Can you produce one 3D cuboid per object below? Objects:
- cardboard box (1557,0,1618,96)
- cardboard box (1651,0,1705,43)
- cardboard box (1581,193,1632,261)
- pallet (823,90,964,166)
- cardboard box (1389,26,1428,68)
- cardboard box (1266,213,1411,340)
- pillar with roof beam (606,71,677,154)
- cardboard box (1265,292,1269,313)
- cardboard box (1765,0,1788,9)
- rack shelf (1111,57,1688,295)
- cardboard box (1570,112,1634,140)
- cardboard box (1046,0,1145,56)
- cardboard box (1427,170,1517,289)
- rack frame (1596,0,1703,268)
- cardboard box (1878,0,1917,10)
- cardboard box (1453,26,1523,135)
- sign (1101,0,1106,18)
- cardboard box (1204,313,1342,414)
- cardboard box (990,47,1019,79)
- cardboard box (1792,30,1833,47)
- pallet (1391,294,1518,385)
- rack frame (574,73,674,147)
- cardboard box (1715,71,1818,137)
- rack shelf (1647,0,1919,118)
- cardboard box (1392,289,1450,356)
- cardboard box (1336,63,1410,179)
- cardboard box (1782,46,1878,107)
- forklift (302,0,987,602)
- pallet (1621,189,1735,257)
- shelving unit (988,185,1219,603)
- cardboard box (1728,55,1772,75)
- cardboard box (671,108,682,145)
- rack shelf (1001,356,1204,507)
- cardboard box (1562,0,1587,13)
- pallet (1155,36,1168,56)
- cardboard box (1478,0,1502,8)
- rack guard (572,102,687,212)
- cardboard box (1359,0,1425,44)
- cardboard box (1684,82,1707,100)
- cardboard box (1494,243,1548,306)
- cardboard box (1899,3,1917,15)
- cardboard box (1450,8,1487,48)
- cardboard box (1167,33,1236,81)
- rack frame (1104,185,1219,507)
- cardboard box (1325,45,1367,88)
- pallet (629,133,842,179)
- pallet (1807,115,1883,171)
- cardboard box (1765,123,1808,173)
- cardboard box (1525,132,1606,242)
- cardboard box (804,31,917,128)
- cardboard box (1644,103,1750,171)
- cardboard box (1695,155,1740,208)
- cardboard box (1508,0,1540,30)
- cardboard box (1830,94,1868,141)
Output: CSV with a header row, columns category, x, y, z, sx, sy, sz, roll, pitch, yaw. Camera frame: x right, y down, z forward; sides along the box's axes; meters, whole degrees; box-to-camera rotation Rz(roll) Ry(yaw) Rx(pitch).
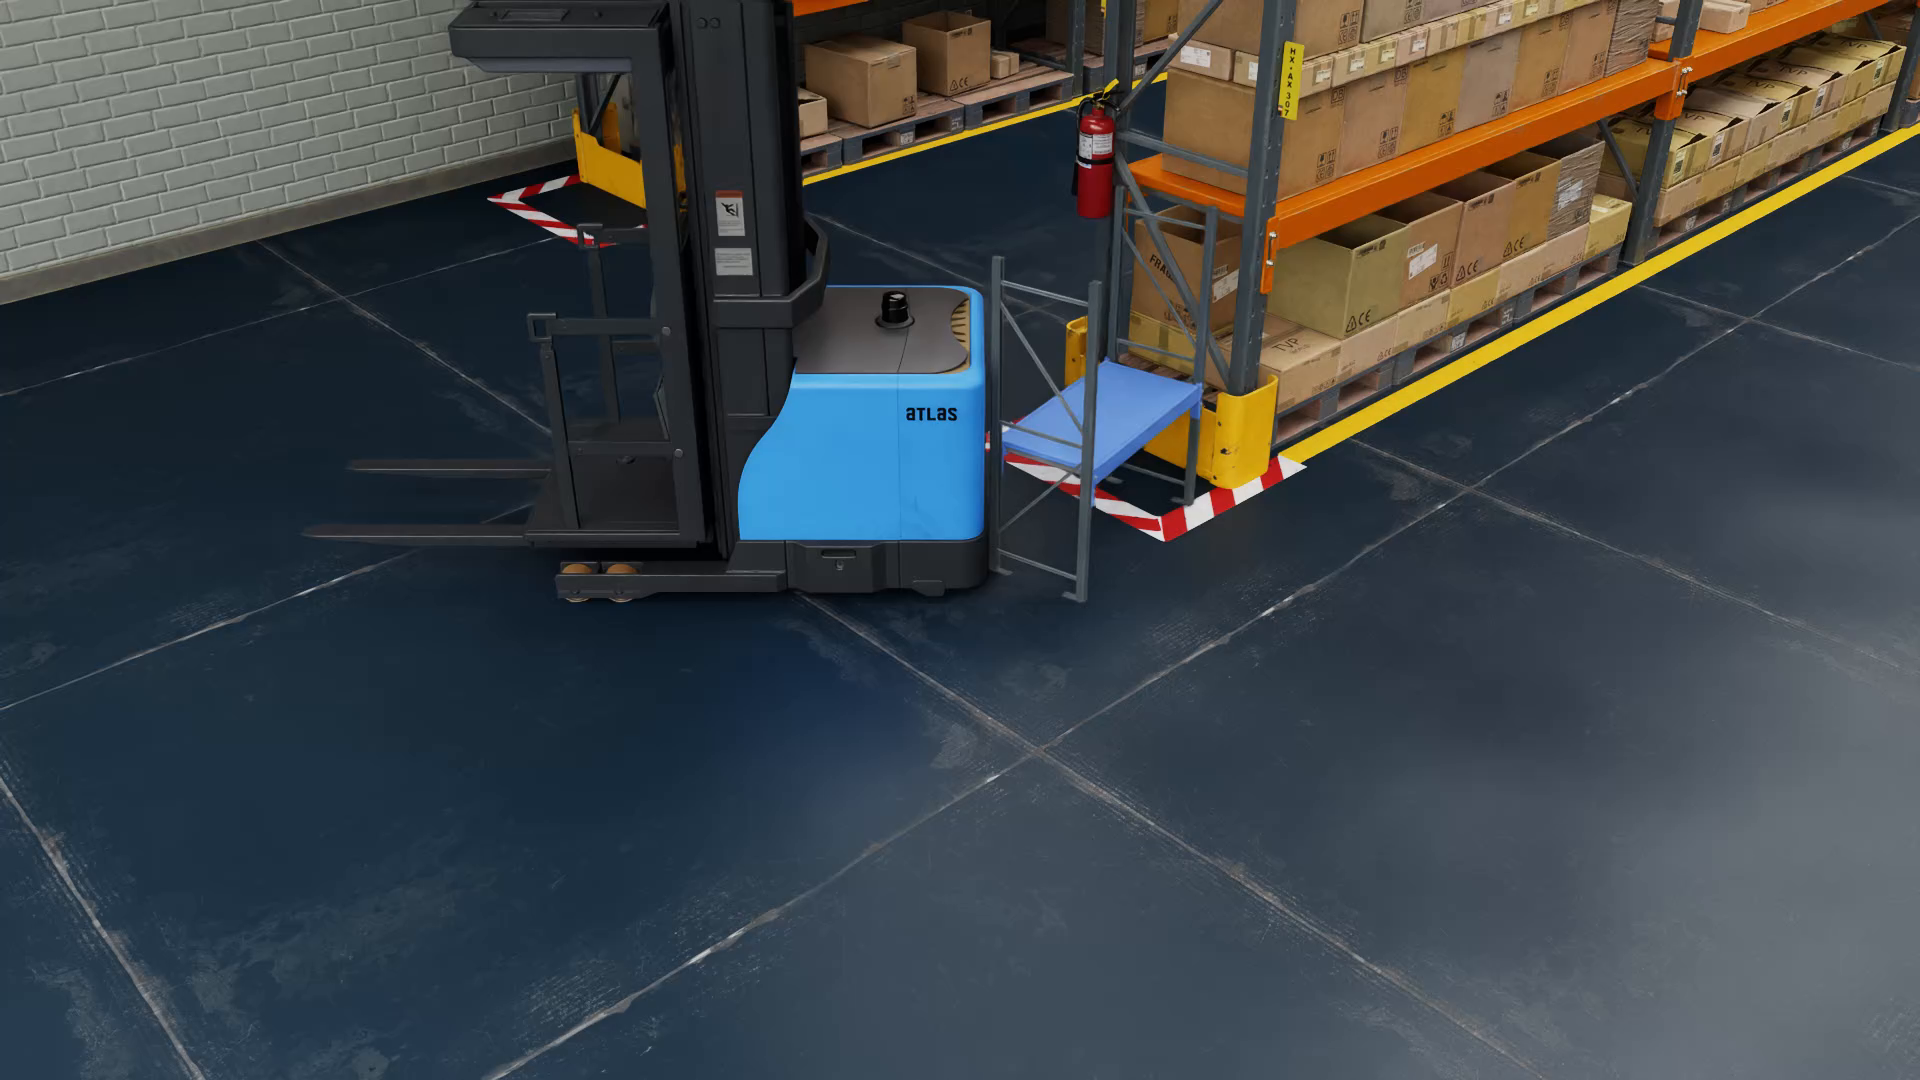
category,x,y,z,sx,sy,sz,roll,pitch,yaw
cardboard box,3.295,-2.920,9.554,0.500,0.500,0.700,-26,40,-36
cardboard box,4.330,-3.354,10.504,0.500,0.250,0.500,-23,38,-33
cardboard box,3.807,-1.985,10.354,0.500,0.250,0.500,-26,40,-35
pallet,-0.735,-3.244,12.853,1.213,0.211,1.003,-26,40,-35
cardboard box,2.062,-2.455,8.173,0.250,0.149,0.380,-27,40,-36
cardboard box,1.975,-1.417,8.707,0.500,0.500,0.500,-26,40,-35
pillar with roof beam,0.547,-5.193,7.617,0.400,9.000,9.100,-26,40,-35
cardboard box,1.616,-1.299,9.233,0.500,0.250,0.500,-26,40,-35
cardboard box,5.327,-3.900,11.157,0.500,0.500,0.500,-26,40,-35
rack shelf,2.532,-2.210,9.179,4.000,0.370,1.077,-26,40,-35
cardboard box,4.101,-2.725,11.027,0.500,0.311,0.500,-26,40,-35
cardboard box,1.156,-4.509,14.223,0.500,0.500,0.700,-24,39,-34
cardboard box,2.712,-1.770,9.284,0.500,0.500,0.500,-26,40,-35
rack frame,3.999,-3.227,10.152,0.127,3.000,1.000,-26,40,-35
cardboard box,7.496,-4.530,13.538,0.500,0.250,0.500,-24,39,-34
cardboard box,2.550,-2.561,8.968,0.500,0.500,0.700,-24,39,-34
sign,0.707,-2.615,7.815,0.005,0.325,0.100,-26,40,-35
cardboard box,1.610,-0.919,8.611,0.500,0.250,0.500,-26,40,-35
cardboard box,0.256,-3.898,13.544,0.380,0.166,0.250,23,38,33
cardboard box,6.348,-3.817,12.813,0.500,0.311,0.500,-24,39,-34
pallet,2.492,-1.336,9.733,1.213,0.211,1.003,-26,40,-35
rack frame,-2.305,-3.702,10.928,0.127,3.000,1.000,-26,40,-35
cardboard box,5.598,-3.069,11.590,0.500,0.311,0.500,-25,39,-34
rack shelf,5.465,-3.629,11.499,4.000,0.370,1.077,-26,40,-35
cardboard box,2.341,-1.275,9.193,0.500,0.250,0.500,-26,40,-35
cardboard box,1.798,-2.199,8.376,0.500,0.500,0.700,-25,39,-34
cardboard box,6.339,-3.424,12.170,0.500,0.311,0.500,-27,40,-36
forklift,-1.397,-1.253,6.990,3.031,2.935,1.130,0,31,0
pallet,4.512,-2.313,11.331,1.213,0.211,1.003,-26,40,-35
shelving unit,0.629,-0.661,7.393,0.538,1.500,1.048,19,36,29
cardboard box,5.593,-3.448,12.209,0.500,0.311,0.500,-27,41,-37
cardboard box,-1.737,-2.953,11.860,0.500,0.311,0.500,24,39,34
rack shelf,0.629,-0.507,7.487,0.538,0.185,1.000,19,36,29
cardboard box,3.198,-3.008,9.075,0.250,0.149,0.380,-26,40,-36
pallet,2.093,-4.642,15.140,1.213,0.211,1.003,-26,40,-35
cardboard box,2.574,-3.129,8.652,0.500,0.500,0.700,-26,40,-35
rack guard,-2.250,-2.662,11.624,0.348,0.500,1.175,-26,40,-35
cardboard box,1.837,-2.772,8.069,0.500,0.500,0.700,-27,41,-37
cardboard box,4.846,-3.088,11.621,0.500,0.311,0.500,-26,40,-36
cardboard box,3.077,-1.628,9.771,0.500,0.250,0.500,-26,40,-35
cardboard box,7.840,-4.007,13.402,0.500,0.500,0.500,-27,41,-37
cardboard box,2.443,-2.642,8.477,0.250,0.149,0.380,-26,40,-36
cardboard box,1.216,-2.336,7.977,0.250,0.149,0.380,-27,40,-36
rack frame,0.914,-0.881,7.752,0.500,1.500,0.032,19,36,29
cardboard box,1.692,-2.279,7.884,0.250,0.149,0.380,-27,41,-37
pallet,-1.630,-2.814,12.149,1.213,0.211,1.003,-26,40,-35
pallet,6.302,-3.179,12.746,1.213,0.211,1.003,-26,40,-35
cardboard box,5.590,-2.827,11.731,0.500,0.250,0.500,-25,39,-35
cardboard box,3.433,-2.132,9.875,0.500,0.500,0.500,-26,40,-35
cardboard box,-0.747,-3.477,12.535,0.700,0.500,0.500,26,40,36
cardboard box,4.842,-2.699,10.984,0.500,0.311,0.500,-26,40,-36
cardboard box,4.839,-2.462,11.134,0.500,0.250,0.500,-25,39,-34
cardboard box,2.820,-2.823,8.773,0.250,0.149,0.380,-24,39,-34
cardboard box,6.336,-3.188,12.321,0.500,0.250,0.500,-26,40,-36
